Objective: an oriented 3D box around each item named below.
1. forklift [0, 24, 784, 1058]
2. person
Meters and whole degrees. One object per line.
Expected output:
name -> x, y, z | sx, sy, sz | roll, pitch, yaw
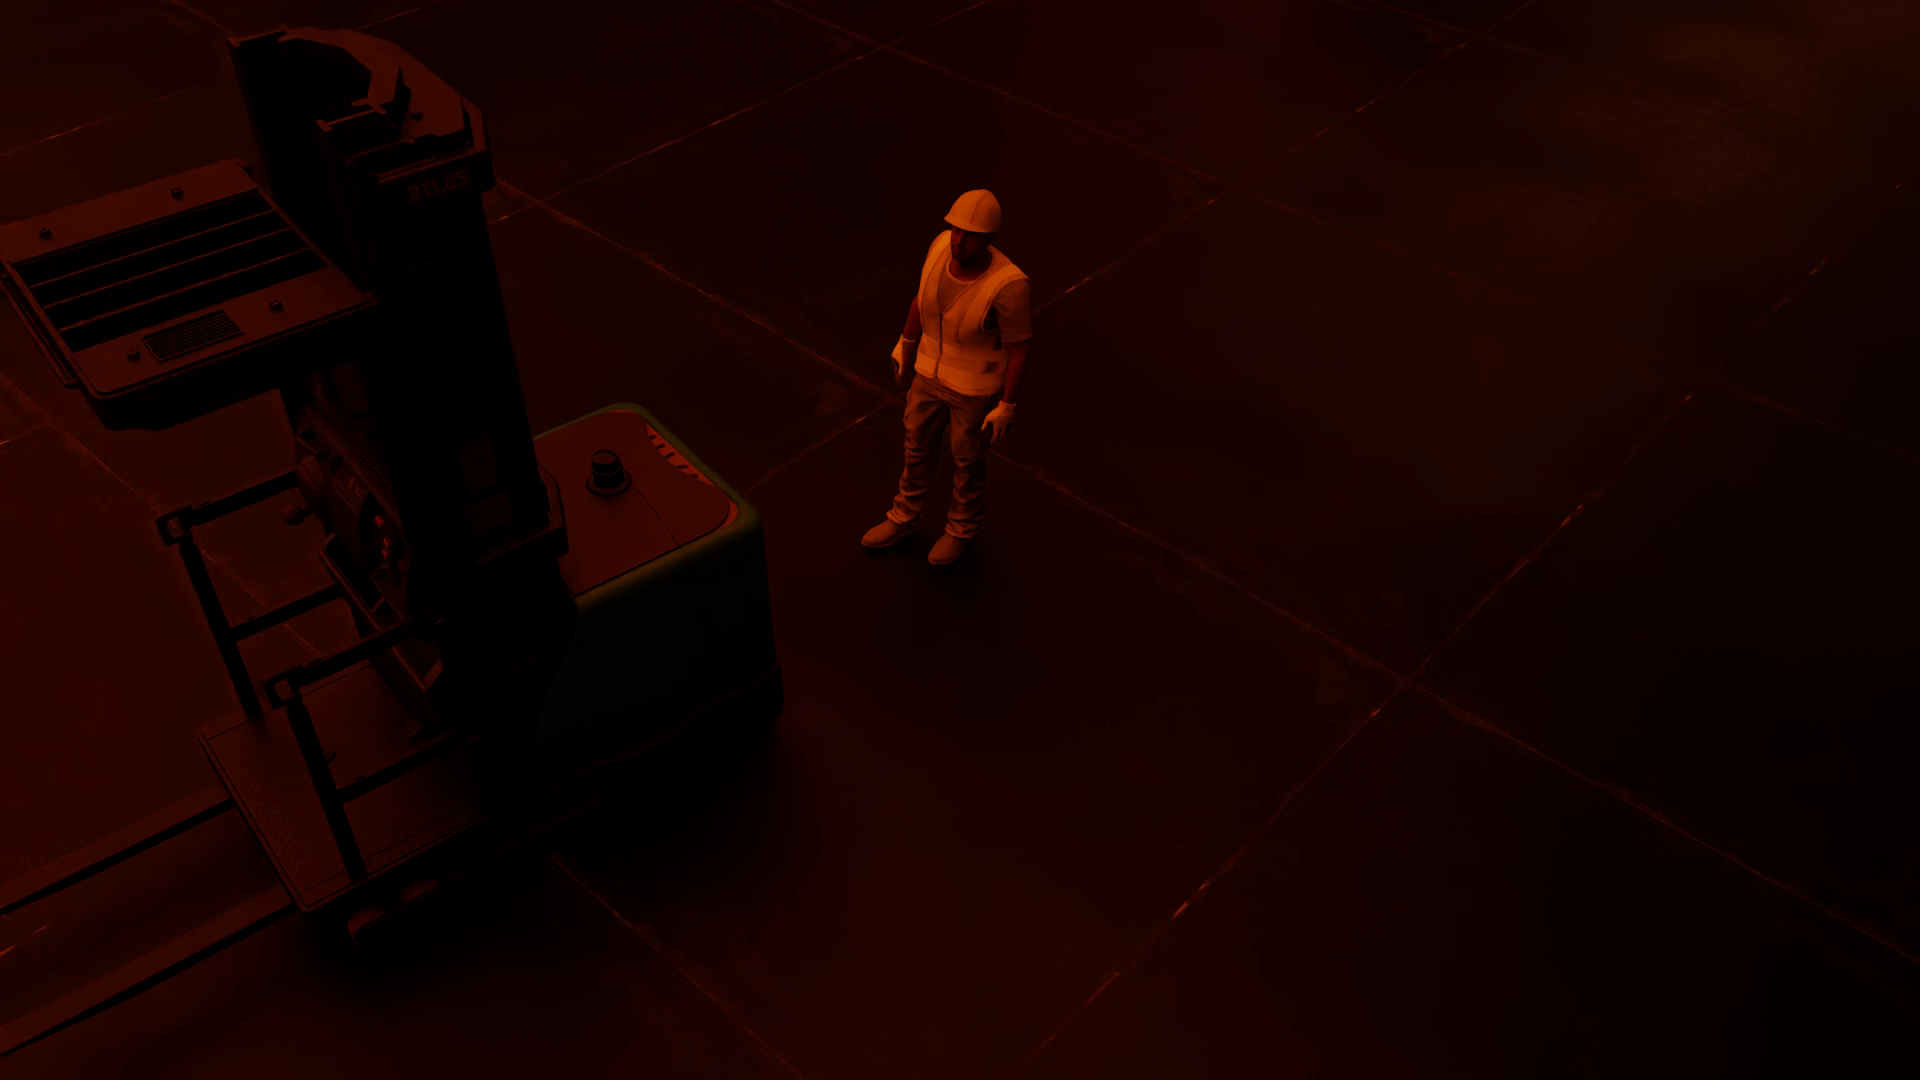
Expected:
forklift -> -2.190, -0.038, 5.472 | 3.031, 2.935, 1.130 | -27, 48, -28
person -> -0.055, -0.650, 7.060 | 0.656, 1.777, 0.577 | 31, 49, 31
